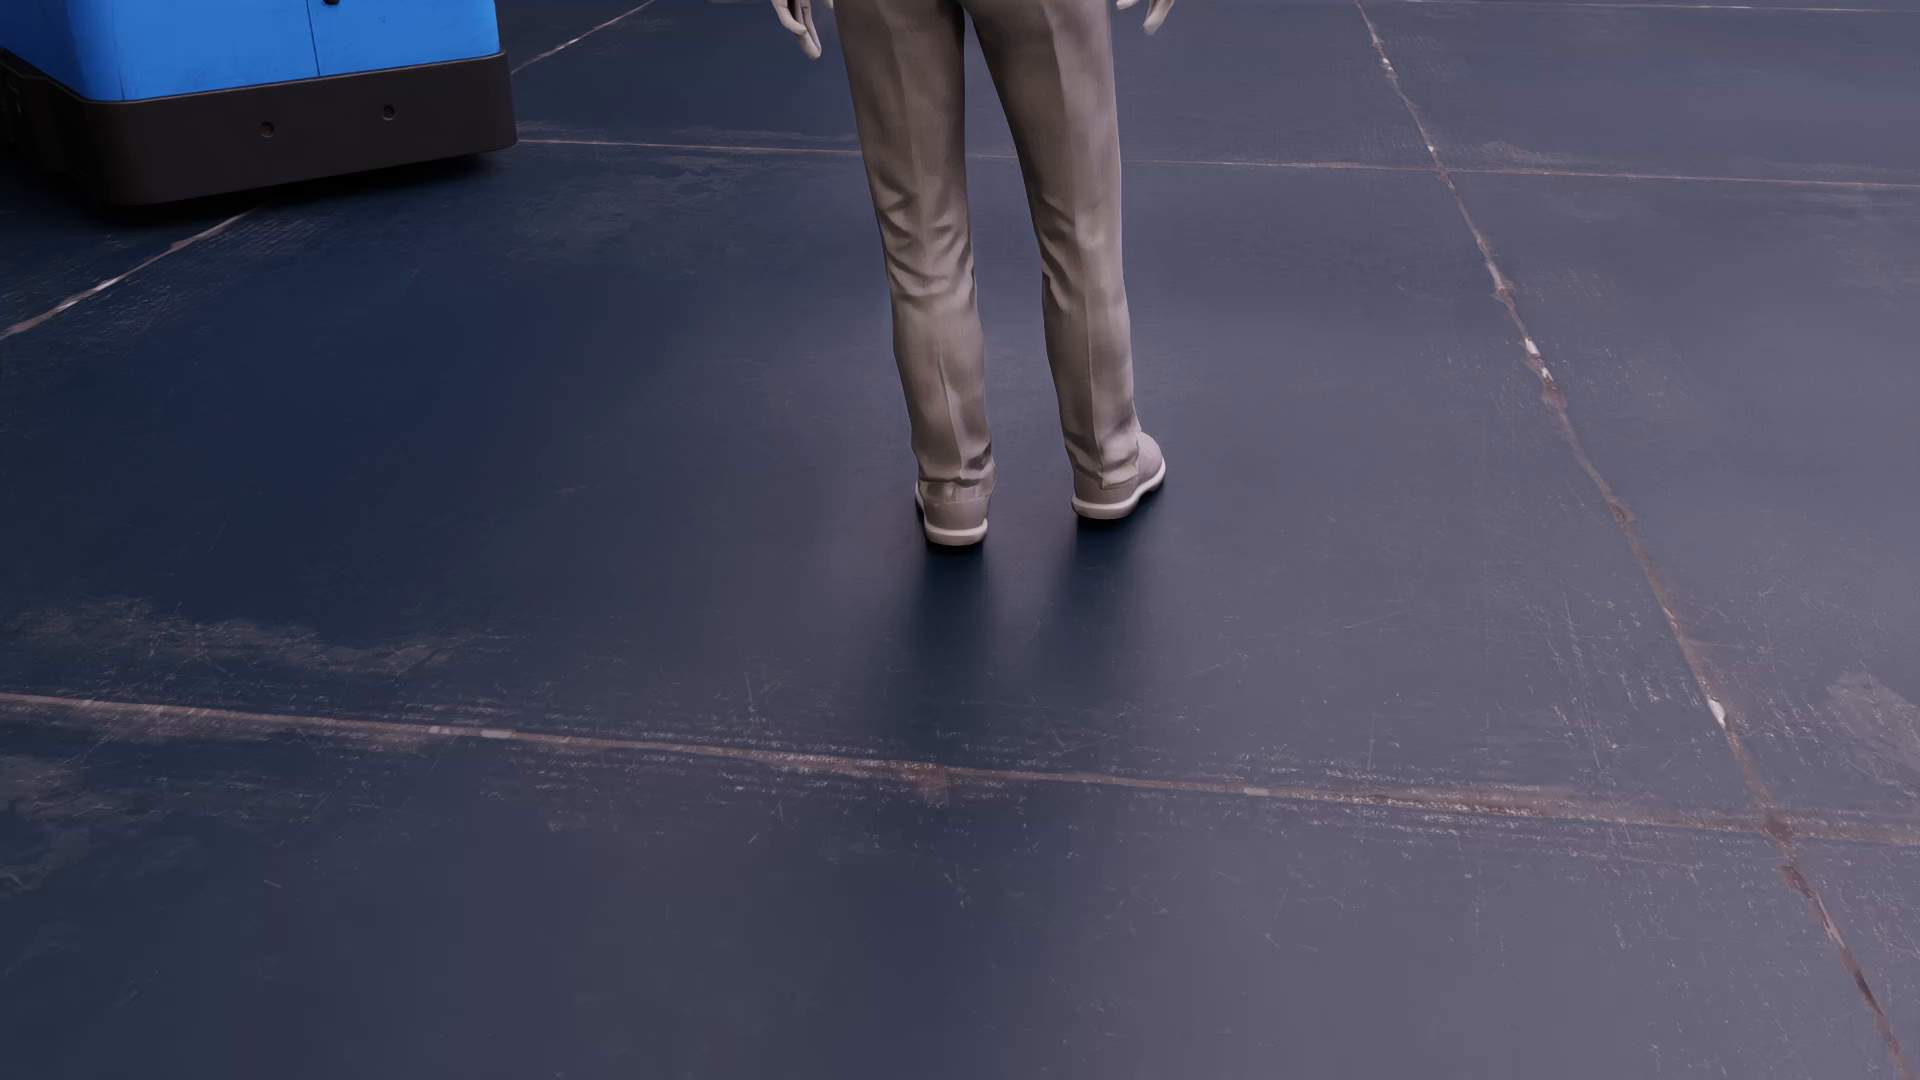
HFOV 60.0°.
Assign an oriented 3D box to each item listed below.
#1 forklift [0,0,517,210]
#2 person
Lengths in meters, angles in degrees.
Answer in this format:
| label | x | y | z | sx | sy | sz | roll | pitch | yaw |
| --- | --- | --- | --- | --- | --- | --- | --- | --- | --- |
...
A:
| label | x | y | z | sx | sy | sz | roll | pitch | yaw |
| --- | --- | --- | --- | --- | --- | --- | --- | --- | --- |
| forklift | -2.510 | -2.687 | 4.604 | 1.130 | 2.935 | 3.031 | -20 | 33 | -34 |
| person | 0.016 | -0.795 | 2.178 | 0.586 | 1.694 | 0.532 | 3 | 27 | 7 |
